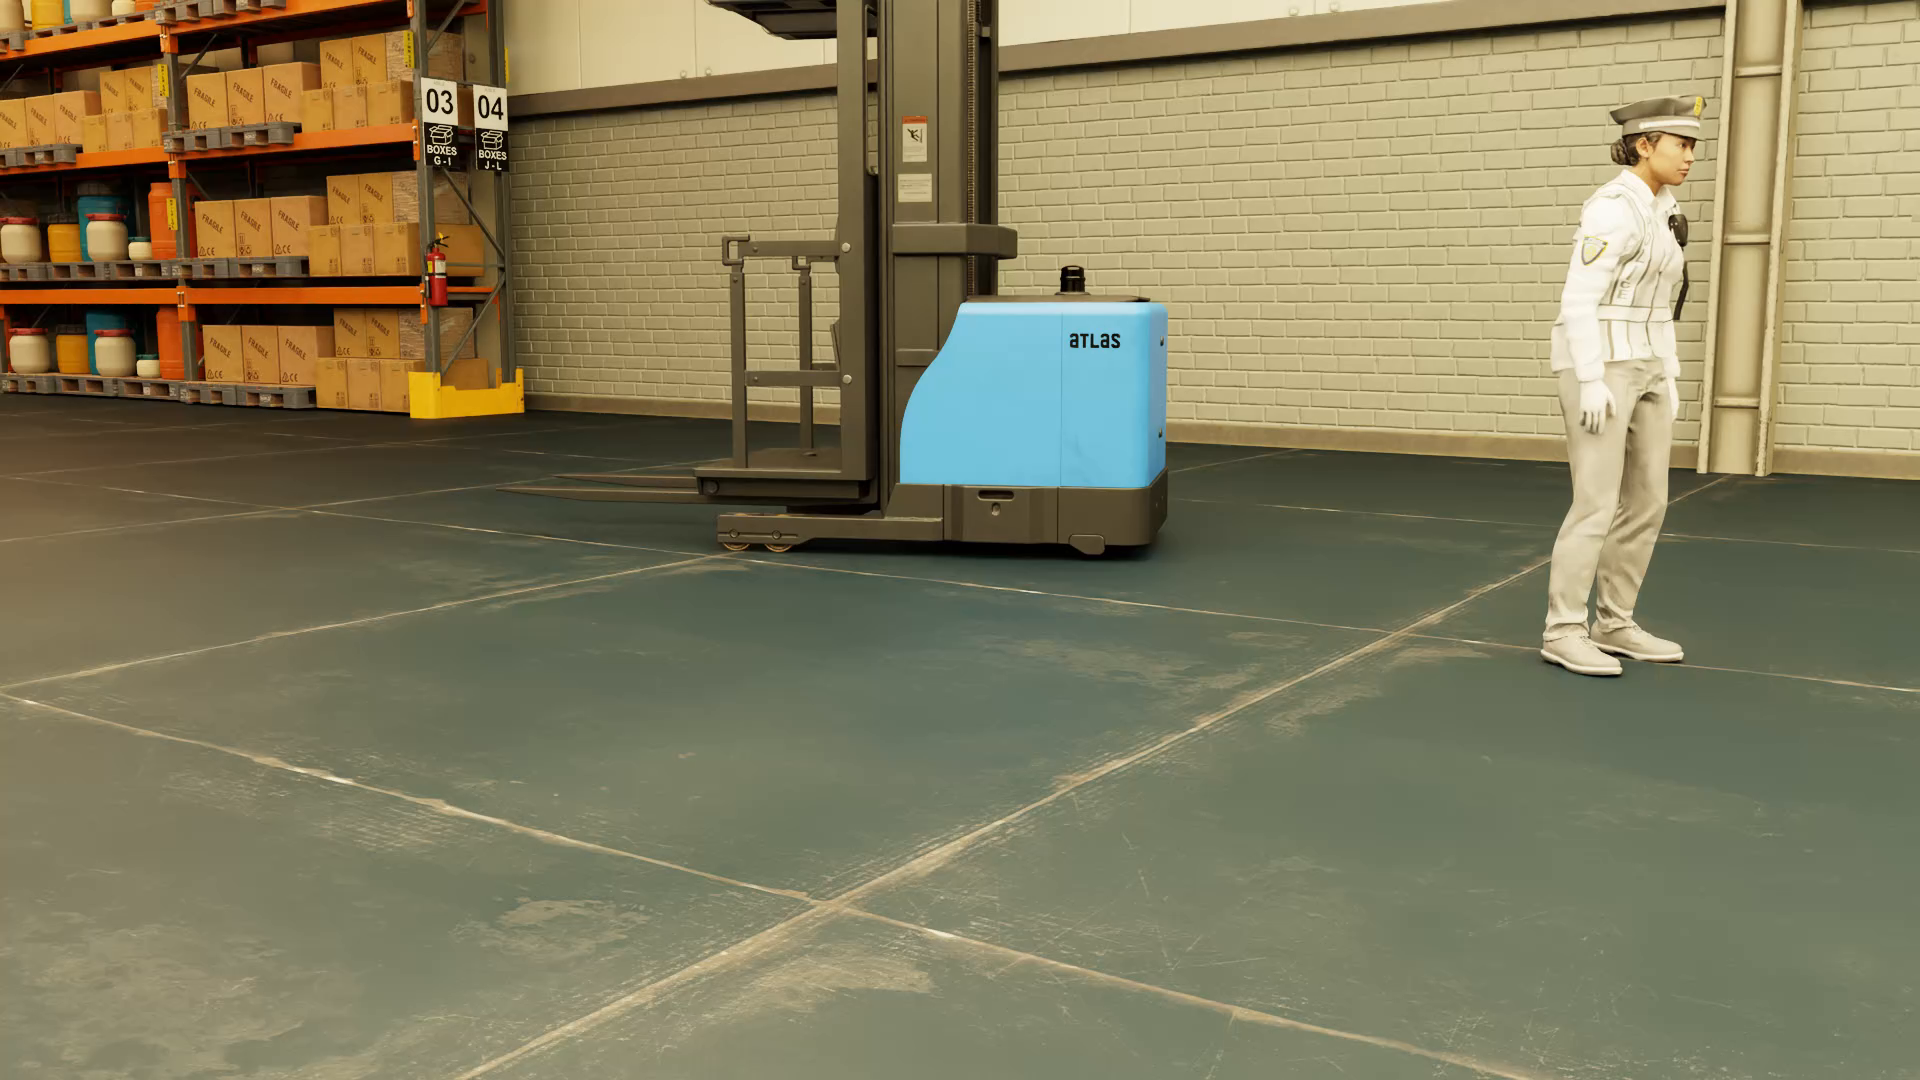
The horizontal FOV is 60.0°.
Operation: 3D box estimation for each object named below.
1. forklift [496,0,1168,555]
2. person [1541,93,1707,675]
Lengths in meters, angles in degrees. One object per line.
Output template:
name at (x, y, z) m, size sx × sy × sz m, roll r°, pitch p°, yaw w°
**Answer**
forklift at (-0.596, -1.469, 7.520) m, size 3.031 × 2.935 × 1.130 m, roll 2°, pitch 8°, yaw 12°
person at (1.974, -0.463, 4.950) m, size 0.547 × 1.665 × 0.374 m, roll -7°, pitch 10°, yaw -39°
